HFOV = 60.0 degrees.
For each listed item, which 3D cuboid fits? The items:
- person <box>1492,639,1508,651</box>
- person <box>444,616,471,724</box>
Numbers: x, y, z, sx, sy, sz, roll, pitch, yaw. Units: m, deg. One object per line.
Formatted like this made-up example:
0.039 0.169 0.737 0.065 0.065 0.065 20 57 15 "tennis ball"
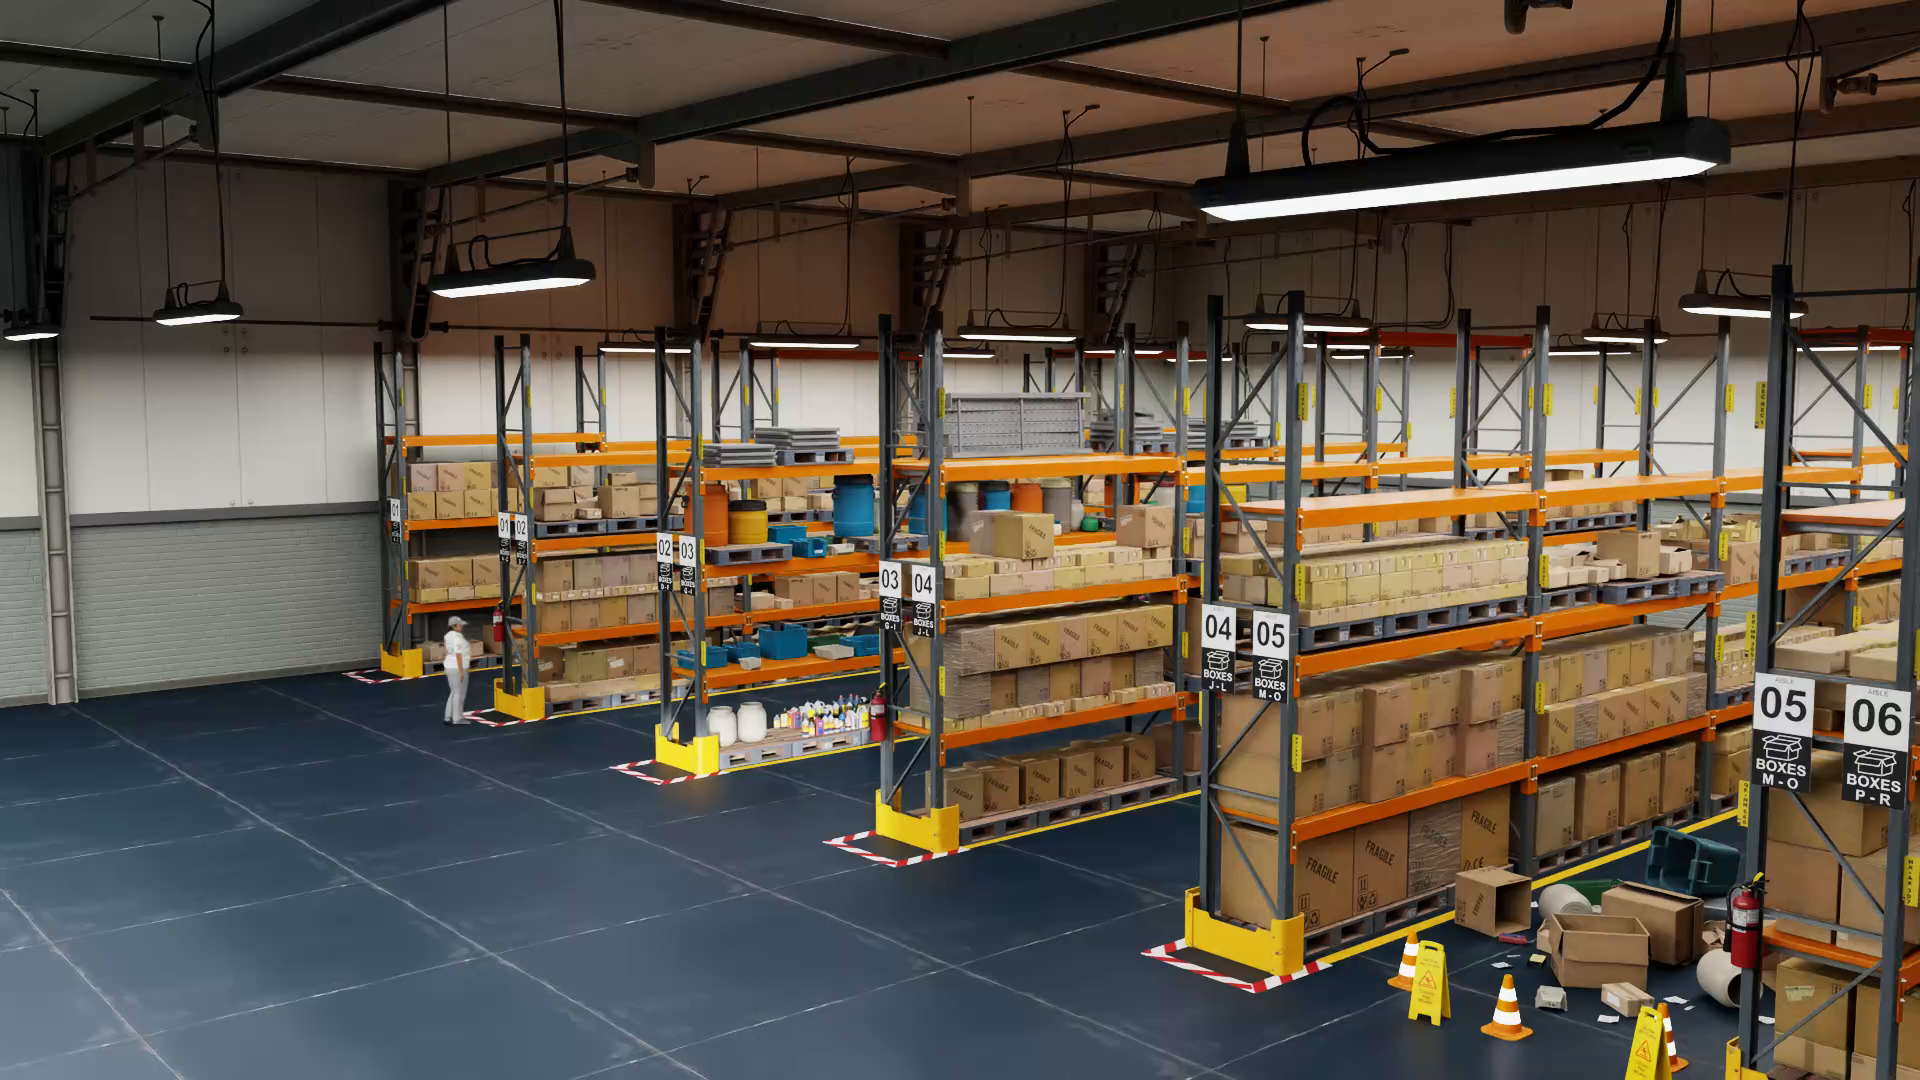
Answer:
7.648 2.162 23.741 1.021 1.680 0.642 -4 6 -35 "person"
-7.744 2.006 25.626 0.408 1.675 0.519 -4 7 -40 "person"
